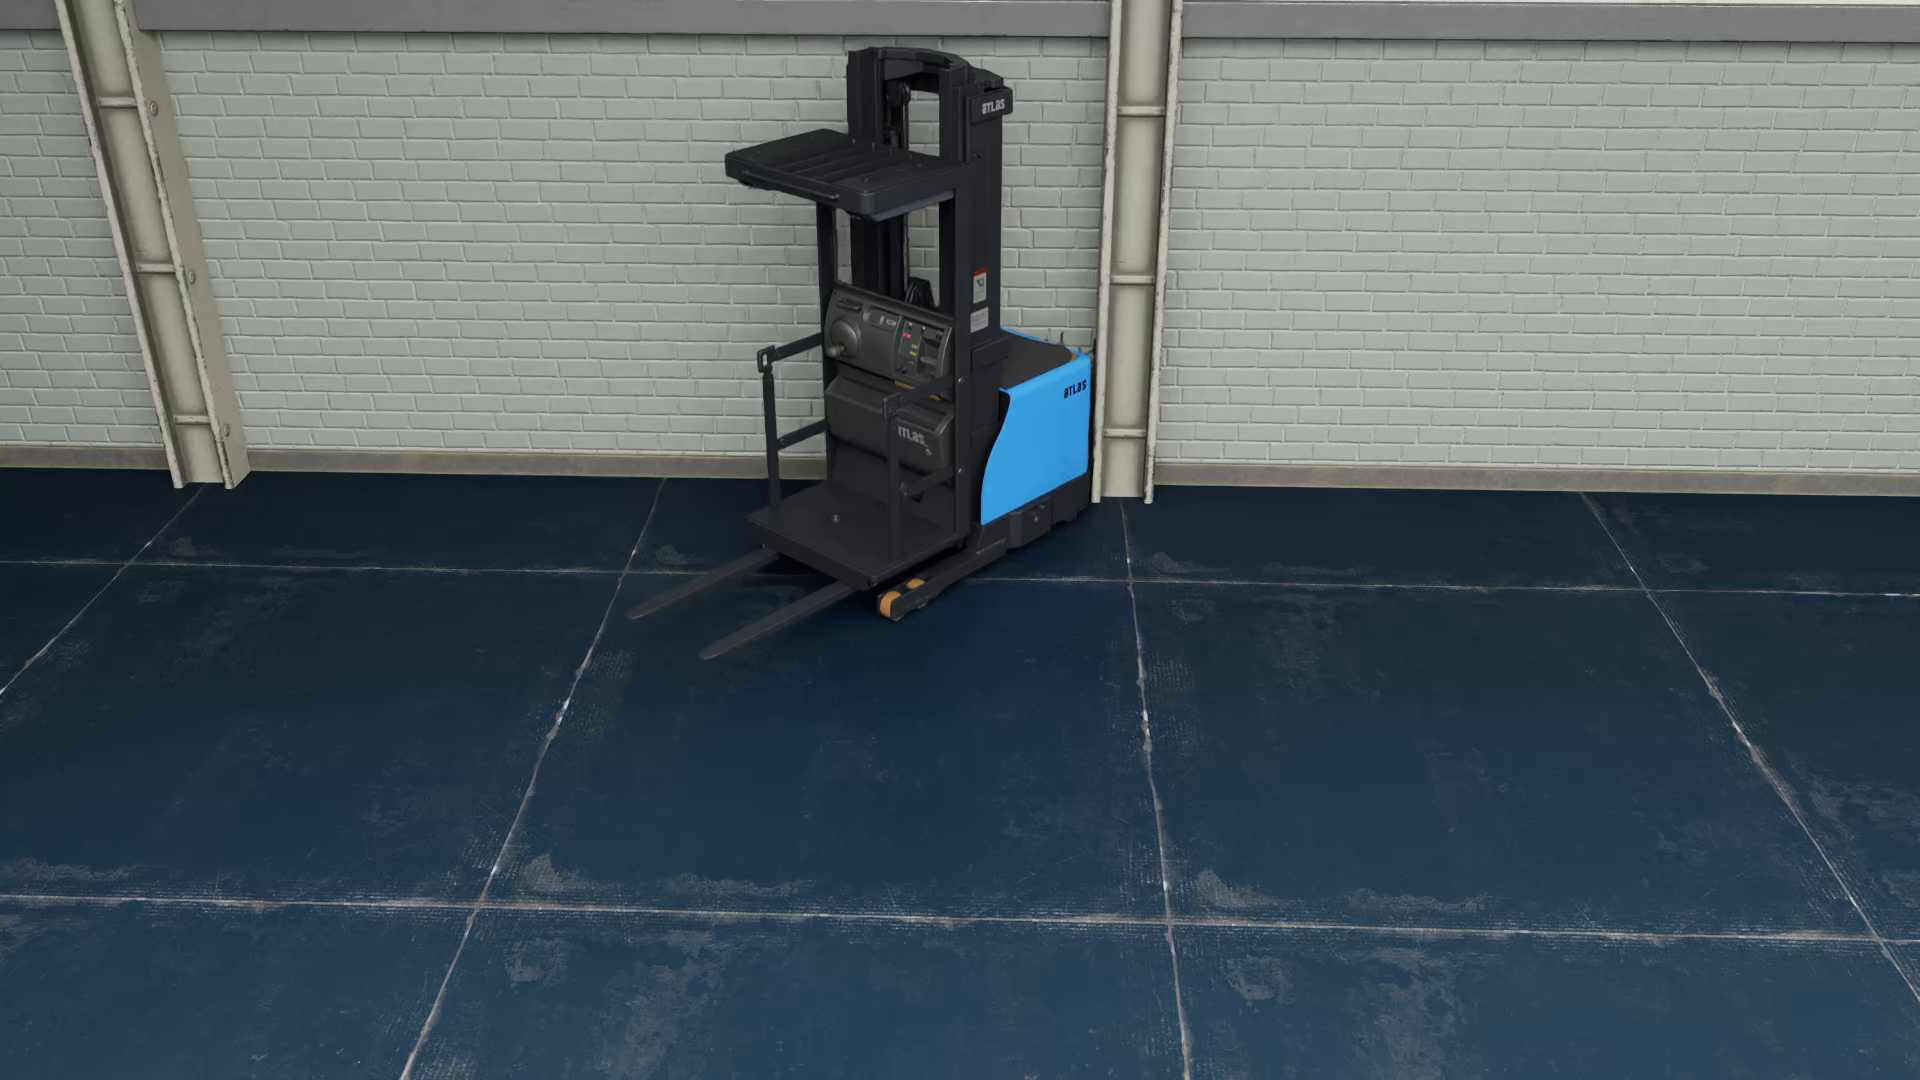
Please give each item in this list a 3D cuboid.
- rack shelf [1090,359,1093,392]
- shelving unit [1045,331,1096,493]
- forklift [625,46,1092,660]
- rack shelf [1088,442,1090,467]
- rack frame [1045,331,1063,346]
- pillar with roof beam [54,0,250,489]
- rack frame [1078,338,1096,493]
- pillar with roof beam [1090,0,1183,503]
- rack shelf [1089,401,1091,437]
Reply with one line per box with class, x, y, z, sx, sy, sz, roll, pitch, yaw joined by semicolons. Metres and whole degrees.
rack shelf;0.686;-1.027;10.462;0.240;0.259;0.215;17;30;32
shelving unit;0.686;-0.780;10.579;0.252;1.050;0.215;17;30;32
forklift;-0.550;-1.109;9.212;1.130;2.935;3.031;23;36;36
rack shelf;0.685;-0.519;10.703;0.240;0.259;0.215;17;30;32
rack frame;0.587;-0.811;10.644;0.008;1.050;0.200;17;30;32
pillar with roof beam;-5.101;-2.372;5.116;0.400;9.000;9.100;1;28;2
rack frame;0.784;-0.749;10.514;0.008;1.050;0.200;17;30;32
pillar with roof beam;0.895;-2.272;4.929;0.400;9.000;9.100;1;28;2
rack shelf;0.686;-0.770;10.583;0.240;0.259;0.215;17;30;32
